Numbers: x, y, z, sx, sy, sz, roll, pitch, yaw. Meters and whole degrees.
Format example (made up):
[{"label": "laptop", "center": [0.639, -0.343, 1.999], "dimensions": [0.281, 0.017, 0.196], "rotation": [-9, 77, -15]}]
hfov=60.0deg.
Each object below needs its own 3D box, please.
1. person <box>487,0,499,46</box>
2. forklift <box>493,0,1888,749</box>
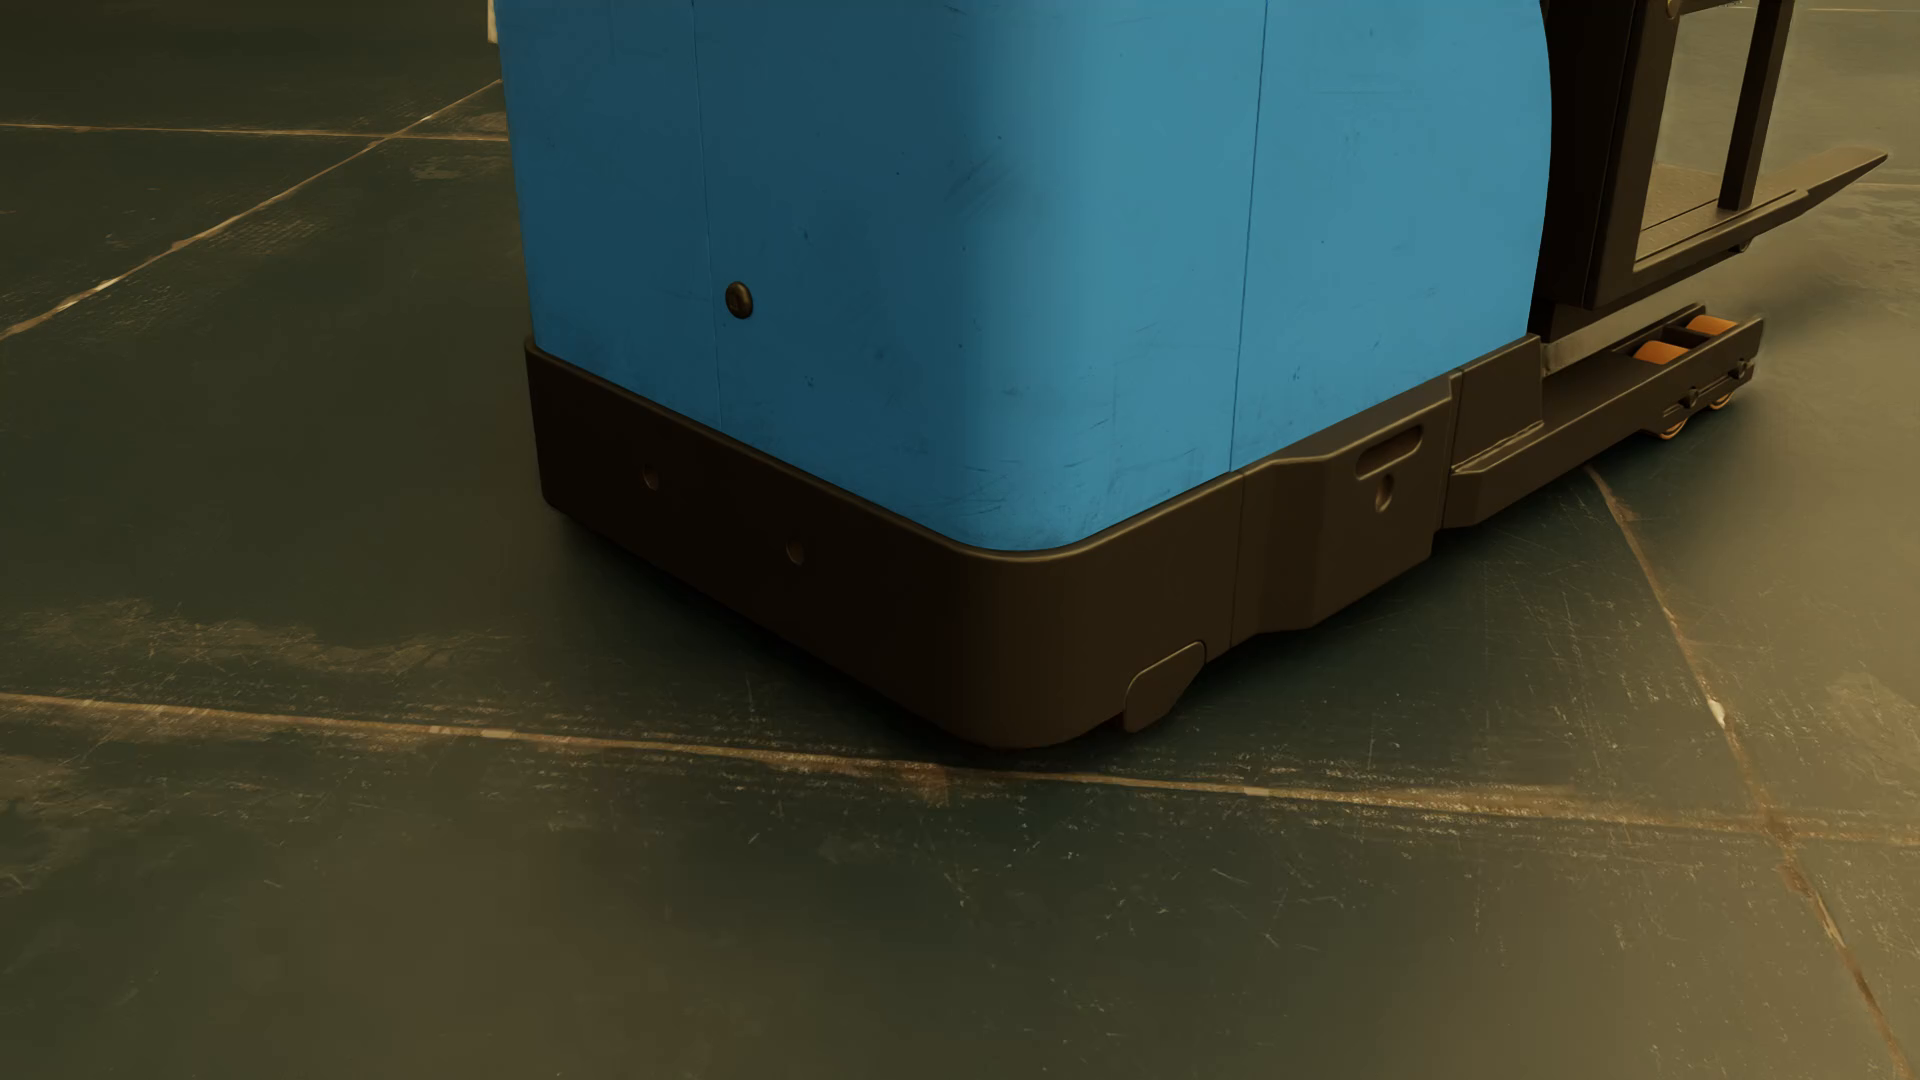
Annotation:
[{"label": "person", "center": [-0.523, -0.998, 3.014], "dimensions": [0.690, 1.369, 1.394], "rotation": [-11, 28, -21]}, {"label": "forklift", "center": [0.783, -1.631, 2.486], "dimensions": [3.031, 2.935, 1.130], "rotation": [-23, 35, -39]}]
